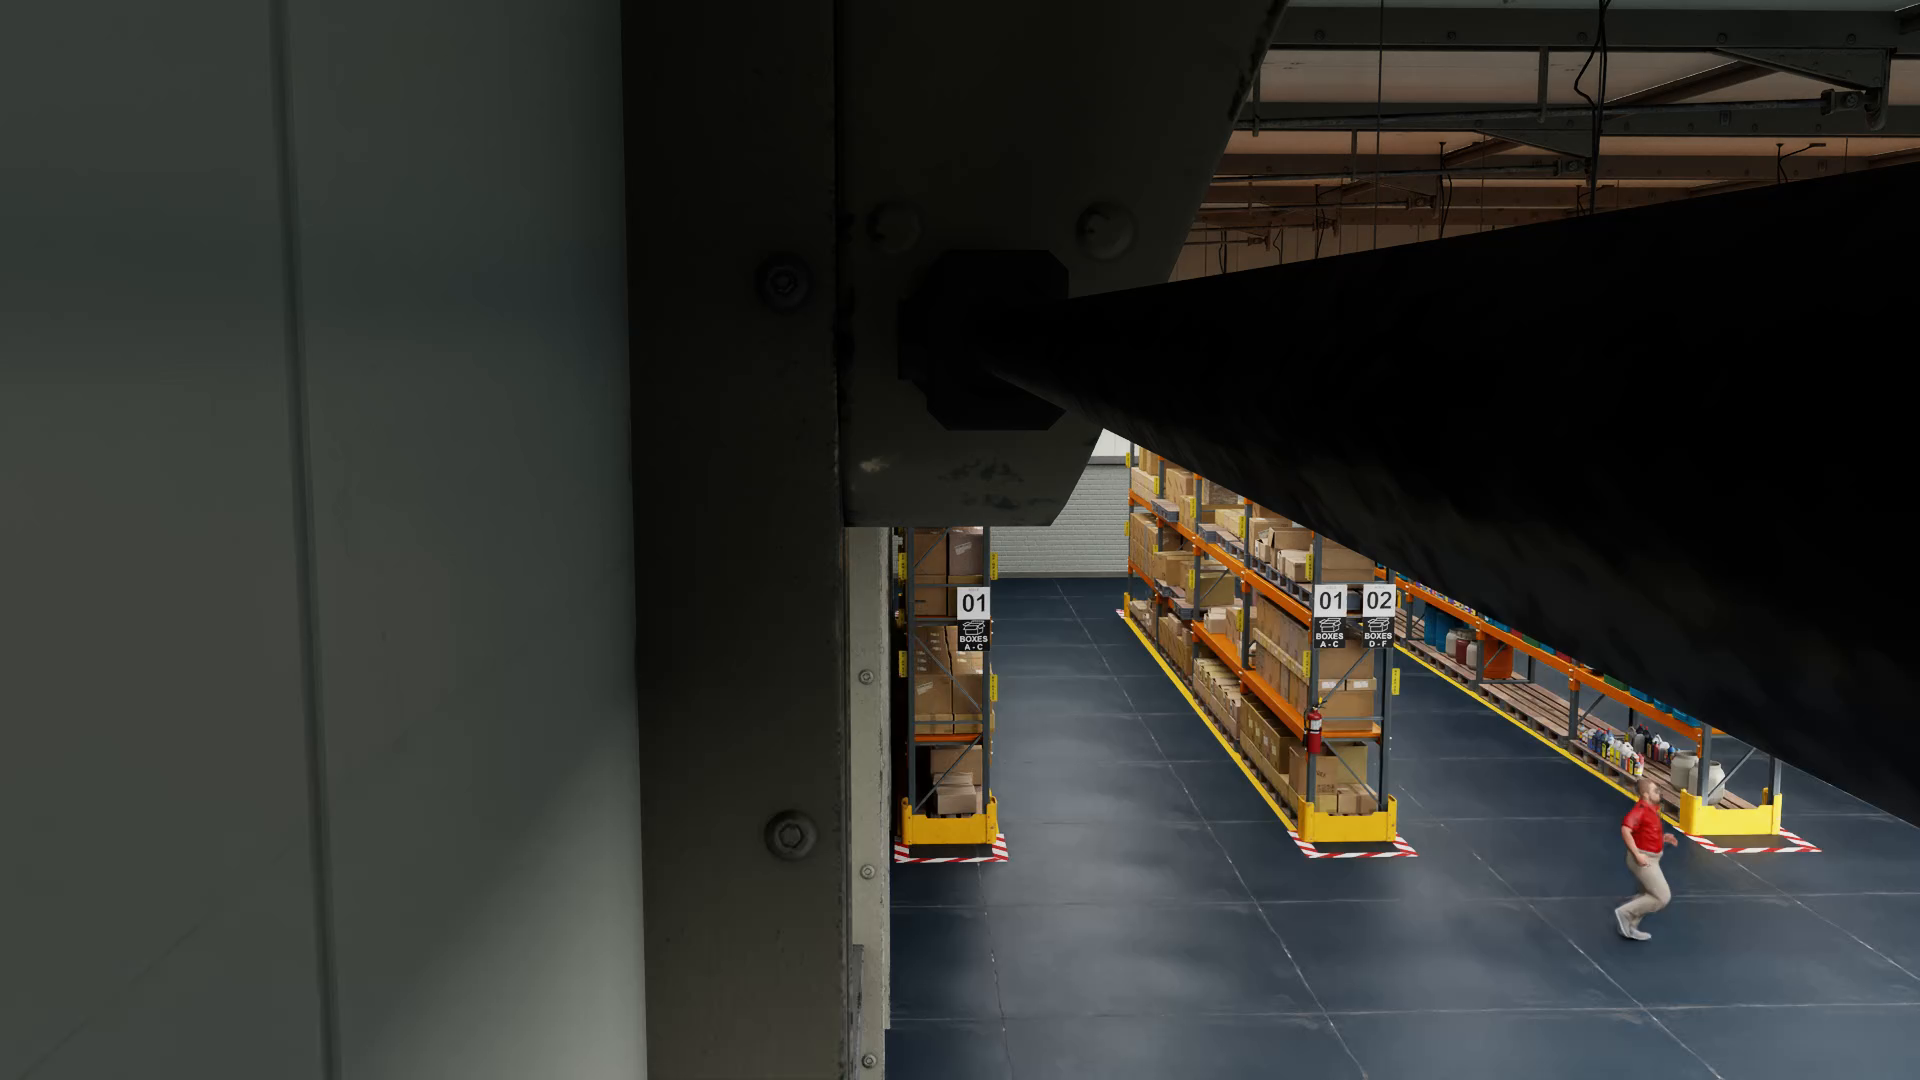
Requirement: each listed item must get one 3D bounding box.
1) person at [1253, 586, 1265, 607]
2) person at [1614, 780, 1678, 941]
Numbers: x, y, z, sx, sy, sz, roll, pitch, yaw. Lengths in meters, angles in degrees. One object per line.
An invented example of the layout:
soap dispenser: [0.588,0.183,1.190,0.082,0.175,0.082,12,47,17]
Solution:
person: [6.211,1.083,34.659,0.572,1.626,0.546,-1,7,-6]
person: [7.072,3.307,17.114,0.563,1.697,0.710,4,8,26]
